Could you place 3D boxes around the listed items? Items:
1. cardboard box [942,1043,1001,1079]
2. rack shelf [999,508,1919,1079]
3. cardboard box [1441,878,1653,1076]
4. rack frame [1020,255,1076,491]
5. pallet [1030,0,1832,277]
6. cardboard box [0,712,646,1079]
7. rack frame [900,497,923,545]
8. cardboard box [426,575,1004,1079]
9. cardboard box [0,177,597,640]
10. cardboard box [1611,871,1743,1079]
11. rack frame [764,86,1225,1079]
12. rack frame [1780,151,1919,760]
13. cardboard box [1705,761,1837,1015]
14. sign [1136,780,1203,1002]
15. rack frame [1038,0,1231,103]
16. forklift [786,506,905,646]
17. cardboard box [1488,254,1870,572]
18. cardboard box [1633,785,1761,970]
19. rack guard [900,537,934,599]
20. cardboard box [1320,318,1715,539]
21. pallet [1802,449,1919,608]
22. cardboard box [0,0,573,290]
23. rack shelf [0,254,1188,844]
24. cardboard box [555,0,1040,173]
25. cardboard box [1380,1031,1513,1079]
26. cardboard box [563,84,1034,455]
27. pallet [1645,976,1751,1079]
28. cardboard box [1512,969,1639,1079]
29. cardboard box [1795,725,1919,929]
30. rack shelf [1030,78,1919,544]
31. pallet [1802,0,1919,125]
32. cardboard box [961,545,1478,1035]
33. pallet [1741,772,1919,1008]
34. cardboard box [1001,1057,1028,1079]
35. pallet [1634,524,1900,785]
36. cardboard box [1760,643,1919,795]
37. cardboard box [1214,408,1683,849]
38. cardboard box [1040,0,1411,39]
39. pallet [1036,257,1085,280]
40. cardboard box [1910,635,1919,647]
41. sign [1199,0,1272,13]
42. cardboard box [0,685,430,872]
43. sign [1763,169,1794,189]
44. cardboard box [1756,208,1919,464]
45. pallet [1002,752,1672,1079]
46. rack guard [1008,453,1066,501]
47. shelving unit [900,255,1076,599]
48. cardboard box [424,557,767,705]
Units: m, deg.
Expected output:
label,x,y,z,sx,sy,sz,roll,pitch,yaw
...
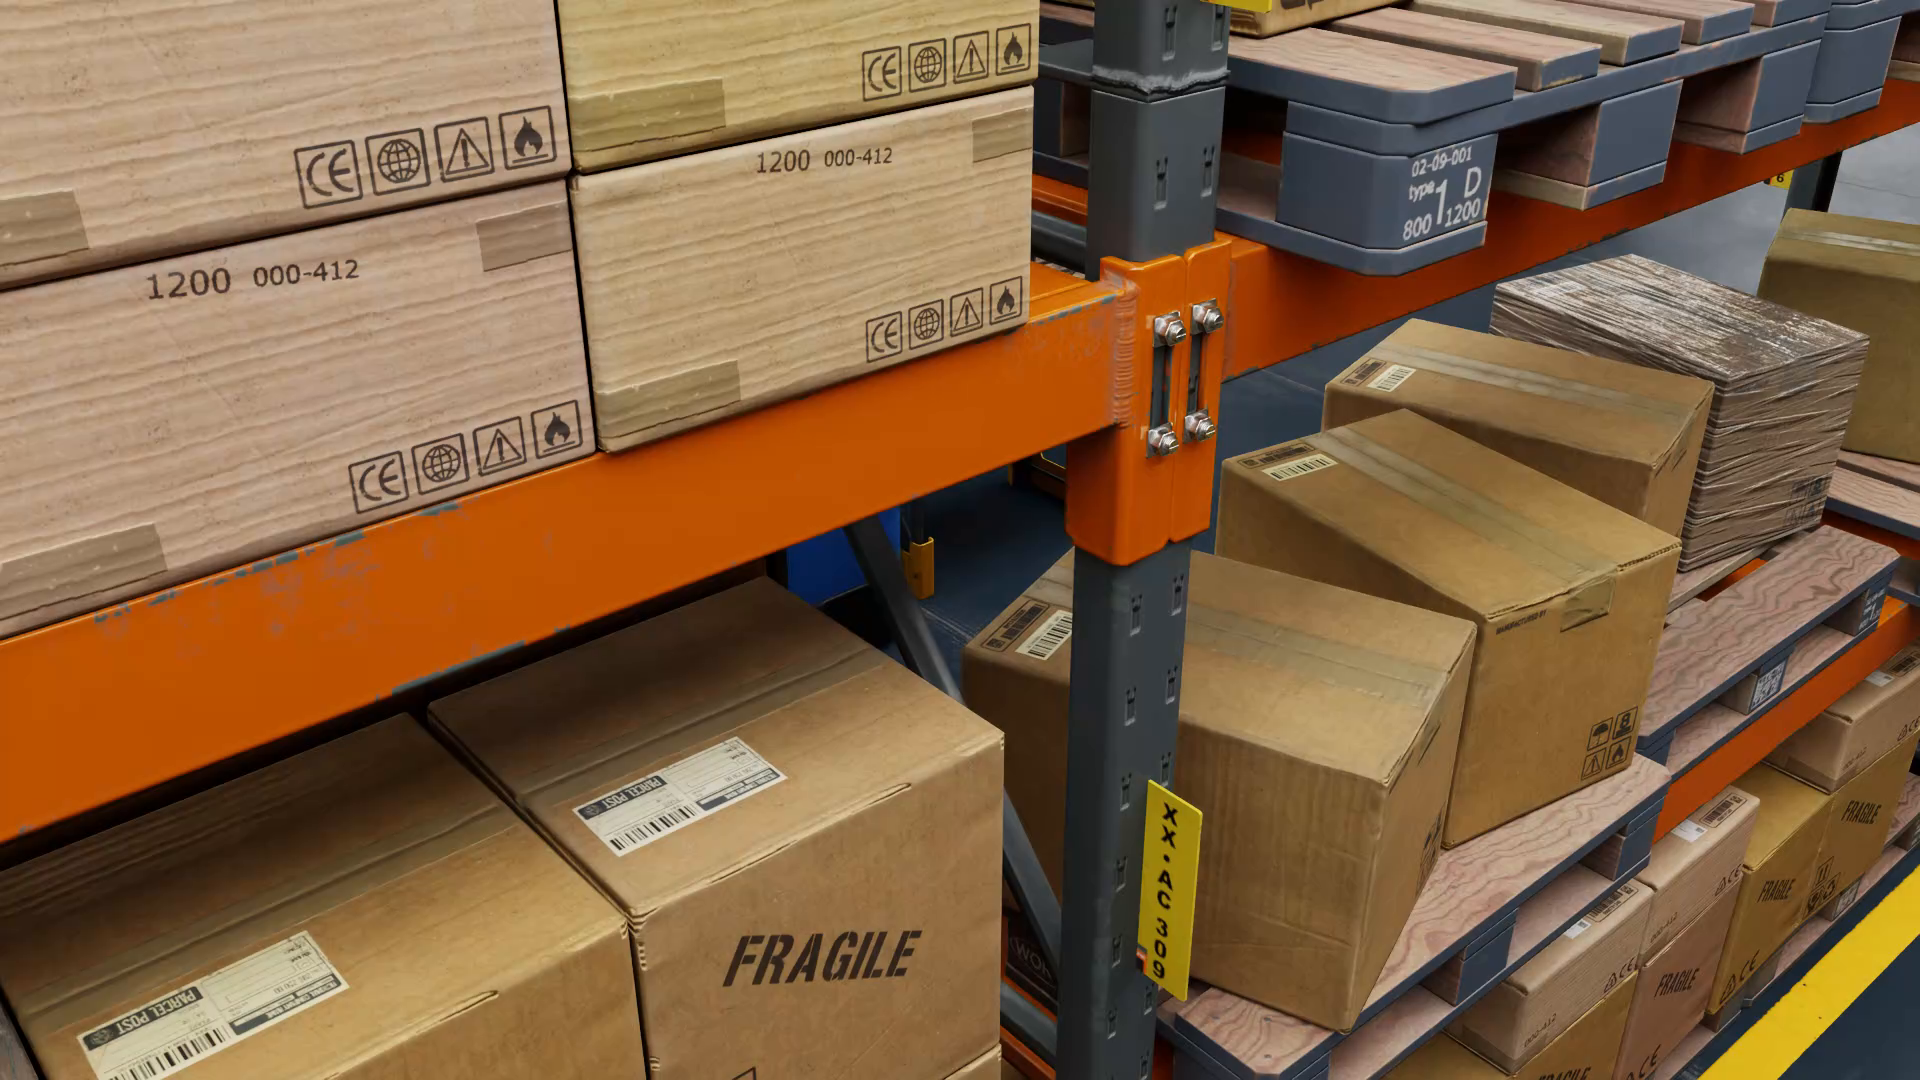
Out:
label,x,y,z,sx,sy,sz,roll,pitch,yaw
cardboard box,-0.293,0.868,2.337,0.500,0.500,0.500,-21,35,-34
rack shelf,1.443,0.373,4.133,4.000,0.370,1.077,-22,35,-35
cardboard box,1.208,0.878,3.813,0.500,0.250,0.500,-22,35,-35
rack frame,0.452,-0.843,7.236,0.032,1.500,0.500,-22,35,-35
pallet,0.463,-0.747,2.482,1.003,0.211,1.213,-22,35,-35
cardboard box,-0.684,0.587,1.801,0.500,0.500,0.500,-23,36,-36
rack frame,-0.322,-0.532,6.654,0.032,1.500,0.500,-22,35,-35
cardboard box,-0.296,0.430,2.096,0.500,0.500,0.500,-22,35,-35
cardboard box,-0.663,-0.196,1.411,0.500,0.250,0.500,-22,35,-35
cardboard box,1.616,1.043,4.301,0.500,0.500,0.500,-23,36,-37
rack frame,-0.079,0.667,2.819,0.127,3.000,1.000,-22,35,-35
rack frame,2.964,-0.556,5.109,0.127,3.000,1.000,-22,35,-35
cardboard box,2.011,0.881,4.605,0.500,0.500,0.500,-23,36,-37
sign,0.279,0.478,2.255,0.005,0.325,0.100,-22,35,-35
rack frame,-0.079,-1.979,1.405,0.127,3.000,1.000,-22,35,-35
forklift,-1.662,-0.646,5.349,3.031,2.935,1.130,-22,35,-35
cardboard box,1.738,-0.341,4.154,0.500,0.500,0.700,-15,32,-26
cardboard box,1.589,0.725,4.101,0.500,0.250,0.500,-23,36,-36
rack guard,-0.321,0.019,6.950,0.087,0.250,0.587,-22,35,-35
cardboard box,1.225,-0.125,3.749,0.700,0.500,0.500,18,33,30
pallet,2.494,-0.239,4.719,1.003,0.211,1.213,-22,35,-35
cardboard box,-0.655,-0.412,1.285,0.500,0.250,0.500,-22,35,-35
rack shelf,-1.600,0.274,1.136,4.000,0.370,1.077,-22,35,-35
cardboard box,-0.273,-0.564,1.569,0.500,0.250,0.500,-22,35,-35
cardboard box,0.846,1.348,3.730,0.500,0.500,0.500,-21,35,-34
cardboard box,-0.276,-0.345,1.690,0.500,0.250,0.500,-22,35,-35
pallet,1.444,1.260,4.669,1.213,0.211,1.003,-22,35,-35
cardboard box,1.231,1.198,4.011,0.500,0.500,0.500,-21,35,-34
cardboard box,2.405,0.722,4.901,0.500,0.500,0.500,-20,34,-33
rack shelf,1.443,-0.950,3.426,4.000,0.370,1.077,-22,35,-35
pallet,1.250,-1.065,3.078,1.003,0.211,1.213,-22,35,-35
cardboard box,0.427,0.373,2.817,0.700,0.500,0.500,15,32,26
pallet,2.372,0.888,5.364,1.213,0.211,1.003,-22,35,-35
cardboard box,0.110,1.322,3.779,0.500,0.500,0.500,-22,35,-35
pallet,1.488,0.125,4.037,1.213,0.211,1.003,-22,35,-35
cardboard box,2.365,0.410,4.689,0.500,0.250,0.500,-20,34,-33
cardboard box,0.909,0.140,3.254,0.500,0.500,0.700,-16,32,-27
cardboard box,0.352,-1.057,2.205,0.600,0.600,0.600,25,37,38
pallet,0.366,-1.327,9.509,1.213,0.211,1.003,-22,35,-35
cardboard box,3.553,0.416,5.760,0.500,0.250,0.500,-22,35,-35
sign,0.279,-0.691,1.630,0.005,0.325,0.100,-22,35,-35
cardboard box,-1.012,0.384,2.183,0.500,0.500,0.500,-23,36,-36
sign,2.601,-1.265,5.206,0.005,0.325,0.100,-22,35,-35
cardboard box,2.558,-0.553,4.550,0.700,0.500,0.500,15,32,26
pallet,0.600,0.547,3.248,1.213,0.211,1.003,-22,35,-35
rack guard,0.437,-0.286,7.520,0.087,0.250,0.587,-22,35,-35
shelving unit,0.058,-0.685,6.940,1.083,1.500,0.587,-22,35,-35
cardboard box,-0.620,0.226,2.479,0.500,0.500,0.500,-21,34,-34
